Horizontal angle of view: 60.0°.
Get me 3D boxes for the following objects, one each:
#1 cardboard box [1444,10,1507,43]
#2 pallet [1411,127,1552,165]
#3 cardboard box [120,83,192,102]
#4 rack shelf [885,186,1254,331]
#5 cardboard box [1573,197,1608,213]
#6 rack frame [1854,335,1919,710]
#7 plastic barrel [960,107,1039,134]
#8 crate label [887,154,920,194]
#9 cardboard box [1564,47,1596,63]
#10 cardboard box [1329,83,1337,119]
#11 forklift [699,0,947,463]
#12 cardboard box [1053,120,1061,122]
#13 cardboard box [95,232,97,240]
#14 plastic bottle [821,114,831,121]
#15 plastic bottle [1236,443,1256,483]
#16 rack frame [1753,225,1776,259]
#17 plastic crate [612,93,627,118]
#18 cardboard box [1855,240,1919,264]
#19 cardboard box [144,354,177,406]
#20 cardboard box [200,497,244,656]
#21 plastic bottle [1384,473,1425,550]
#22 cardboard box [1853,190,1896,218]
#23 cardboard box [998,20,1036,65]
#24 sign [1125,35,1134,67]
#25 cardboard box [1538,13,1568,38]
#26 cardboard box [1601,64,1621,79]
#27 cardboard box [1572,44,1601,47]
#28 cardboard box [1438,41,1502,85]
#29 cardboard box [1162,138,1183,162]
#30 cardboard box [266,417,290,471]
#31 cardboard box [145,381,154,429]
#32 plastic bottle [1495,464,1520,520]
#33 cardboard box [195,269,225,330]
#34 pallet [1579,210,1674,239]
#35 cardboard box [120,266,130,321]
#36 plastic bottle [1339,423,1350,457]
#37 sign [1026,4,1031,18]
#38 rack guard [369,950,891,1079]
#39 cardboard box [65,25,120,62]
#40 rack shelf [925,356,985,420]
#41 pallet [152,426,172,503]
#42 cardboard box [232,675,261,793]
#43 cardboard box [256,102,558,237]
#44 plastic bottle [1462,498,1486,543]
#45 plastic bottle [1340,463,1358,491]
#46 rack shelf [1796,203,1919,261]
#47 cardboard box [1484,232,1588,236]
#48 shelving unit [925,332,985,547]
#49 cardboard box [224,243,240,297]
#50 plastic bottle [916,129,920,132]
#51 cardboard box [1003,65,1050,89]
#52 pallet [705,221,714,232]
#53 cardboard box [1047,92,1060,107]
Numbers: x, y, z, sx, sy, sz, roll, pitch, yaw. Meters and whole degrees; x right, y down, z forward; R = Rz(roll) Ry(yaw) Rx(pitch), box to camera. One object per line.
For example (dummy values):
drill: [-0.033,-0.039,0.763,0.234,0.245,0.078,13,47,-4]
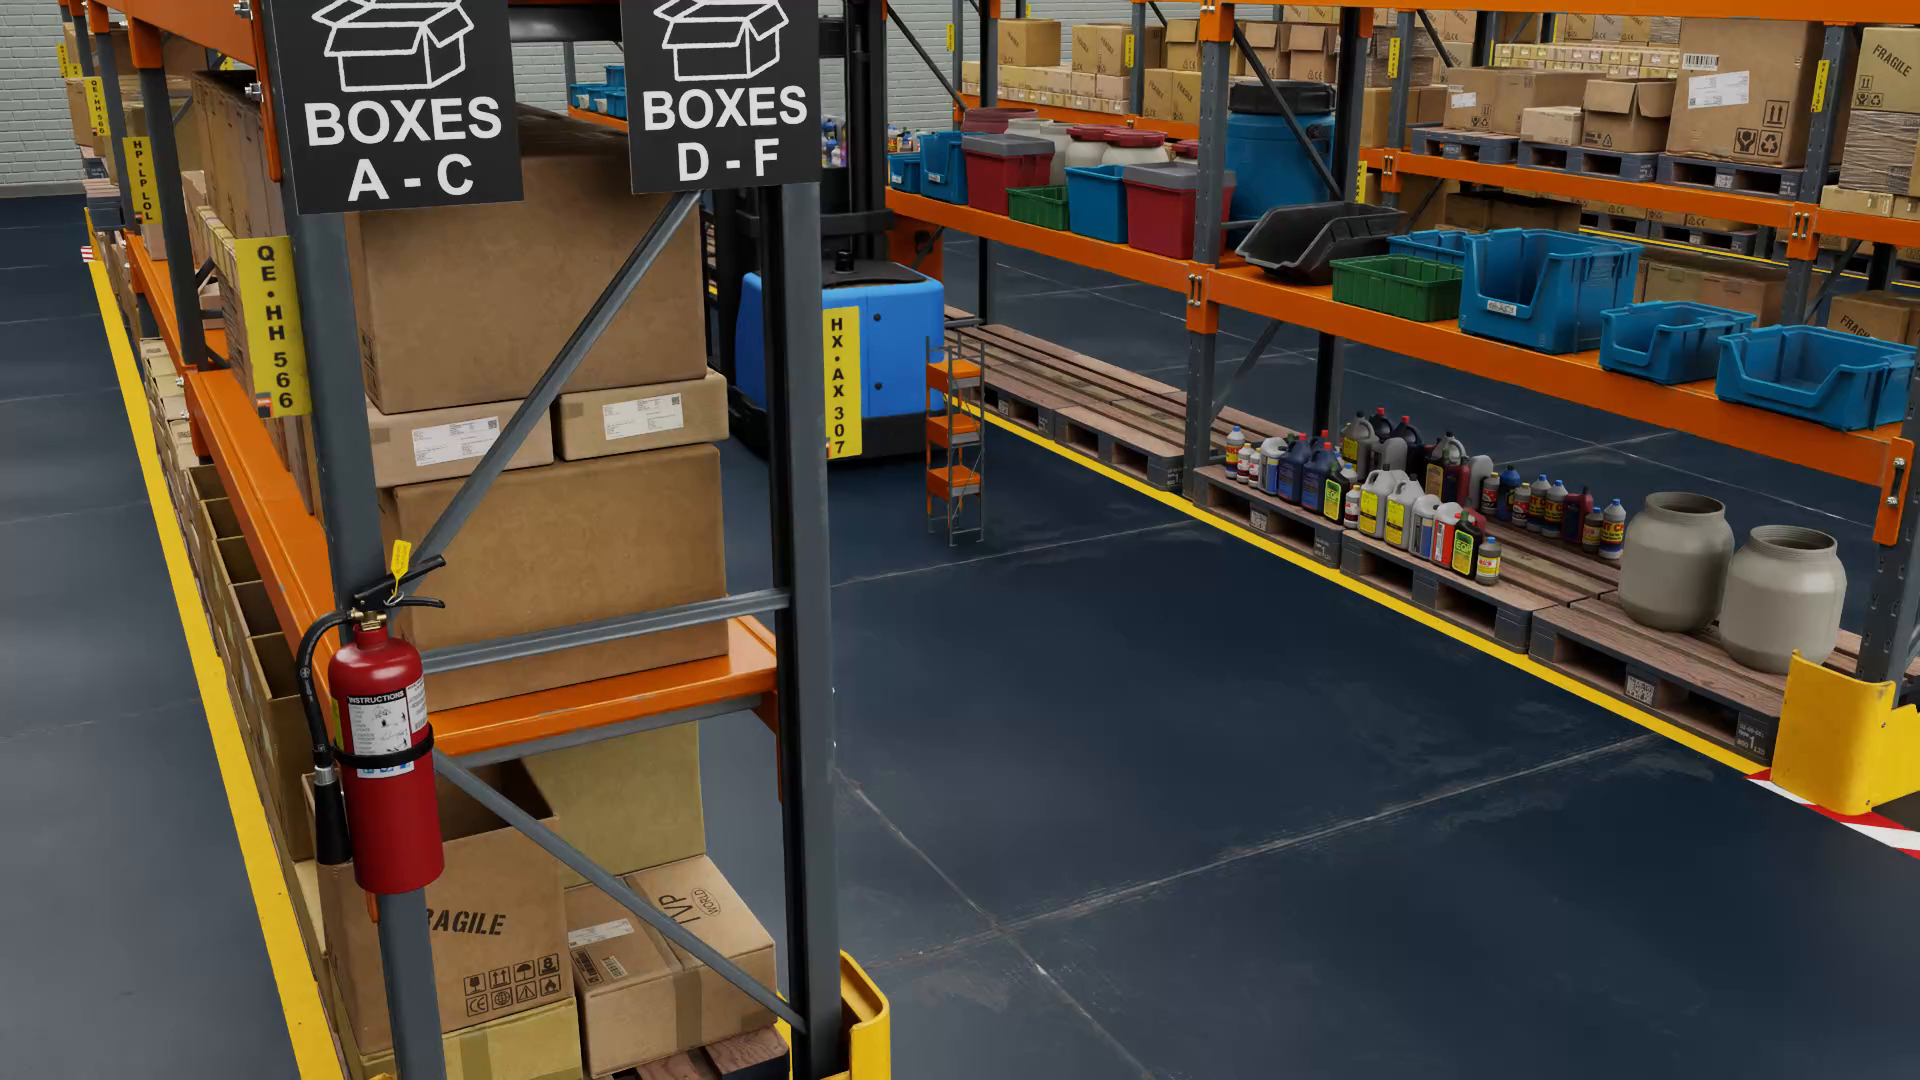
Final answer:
cardboard box: [6.223,-6.274,20.072,0.500,0.500,0.500,-11,22,-29]
pallet: [4.603,-3.354,14.047,1.213,0.211,1.003,-10,21,-27]
cardboard box: [-5.555,-2.996,11.917,0.700,0.500,0.500,-17,25,-40]
rack shelf: [0.762,-1.951,10.790,1.077,0.370,4.000,-10,21,-27]
cardboard box: [7.315,-3.984,18.767,0.500,0.500,0.500,-10,21,-26]
rack frame: [3.611,-0.569,5.682,1.000,3.000,0.127,-10,21,-27]
plastic barrel: [0.299,-2.843,12.065,0.600,0.536,0.708,-10,21,-27]
crate label: [-0.318,-2.607,11.846,0.303,0.233,0.416,-10,21,-27]
cardboard box: [6.962,-5.398,18.507,0.380,0.149,0.250,-10,21,-27]
cardboard box: [3.487,-3.927,15.261,0.500,0.500,0.500,-10,22,-27]
forklift: [-1.115,-2.258,10.681,1.130,2.935,3.031,-8,21,-22]
cardboard box: [1.178,-4.691,20.240,0.875,0.875,0.875,-10,21,-27]
cardboard box: [-8.452,-3.083,16.663,0.380,0.149,0.250,-10,21,-27]
plastic bottle: [-1.203,-3.642,14.779,0.152,0.276,0.135,-10,21,-27]
plastic bottle: [1.525,-0.414,8.848,0.097,0.201,0.097,0,19,0]
rack frame: [8.584,-4.372,16.703,1.000,3.000,0.127,-10,21,-27]
plastic crate: [-3.392,-4.525,17.312,0.416,0.233,0.300,-10,21,-27]
cardboard box: [9.212,-3.068,15.728,1.050,0.750,0.750,-10,21,-26]
cardboard box: [-4.302,-0.918,9.404,0.500,0.311,0.500,-11,22,-28]
cardboard box: [-2.461,0.120,6.108,0.500,0.500,0.500,-10,21,-27]
plastic bottle: [2.109,-0.147,7.846,0.144,0.351,0.185,-9,21,-24]
cardboard box: [6.015,-2.184,10.746,0.380,0.149,0.250,-10,21,-27]
cardboard box: [0.600,-6.030,20.133,0.500,0.500,0.500,-11,22,-28]
sign: [1.784,-5.141,17.483,0.100,0.325,0.005,-10,21,-27]
cardboard box: [9.071,-7.802,24.958,0.500,0.500,0.500,-11,22,-28]
cardboard box: [7.211,-5.108,18.120,0.380,0.149,0.250,-10,22,-28]
cardboard box: [7.296,-5.645,19.221,0.380,0.149,0.250,-11,22,-28]
cardboard box: [6.206,-5.803,20.241,0.500,0.500,0.500,-10,21,-27]
cardboard box: [2.593,-3.794,17.643,1.225,0.875,0.875,-10,21,-26]
cardboard box: [-1.942,-0.577,5.551,0.700,0.500,0.500,-10,21,-26]
cardboard box: [-4.559,-0.802,9.929,0.500,0.250,0.500,-10,21,-27]
plastic bottle: [2.718,-0.241,8.240,0.097,0.271,0.097,0,19,0]
cardboard box: [-3.229,-1.111,7.460,0.396,0.266,0.258,-11,22,-28]
pallet: [7.639,-3.628,18.822,1.003,0.211,1.213,-10,21,-27]
cardboard box: [-6.170,-1.946,12.830,0.500,0.500,0.500,-10,21,-26]
plastic bottle: [2.158,-0.546,9.232,0.097,0.201,0.097,0,19,0]
sign: [0.856,-6.669,21.220,0.100,0.325,0.005,-10,21,-27]
rack guard: [-0.739,1.386,3.849,1.175,0.500,0.348,-10,21,-27]
cardboard box: [-7.881,-4.454,15.255,0.500,0.500,0.500,-10,21,-26]
rack shelf: [-0.025,-0.770,8.416,0.215,0.259,0.240,-10,21,-27]
pallet: [-4.192,-0.539,9.869,1.003,0.211,1.213,-10,21,-27]
cardboard box: [-2.230,0.619,5.810,0.500,0.250,0.500,-10,21,-27]
cardboard box: [-1.480,-0.909,4.525,0.700,0.500,0.500,-10,21,-26]
plastic bottle: [2.351,-0.045,7.654,0.061,0.283,0.133,-10,21,-27]
plastic bottle: [1.922,-0.249,8.262,0.097,0.271,0.097,0,19,0]
rack shelf: [7.020,-1.570,9.686,1.077,0.370,4.000,-10,21,-27]
cardboard box: [4.781,-2.312,13.892,0.700,0.500,0.500,-12,22,-31]
shelving unit: [-0.025,-0.512,8.505,0.215,1.050,0.252,-10,21,-27]
cardboard box: [-2.206,-0.905,5.507,0.380,0.149,0.250,-11,22,-28]
plastic bottle: [-0.352,-3.163,13.378,0.061,0.283,0.133,-10,21,-27]
cardboard box: [0.850,-5.526,19.822,0.500,0.250,0.500,-11,22,-28]
pallet: [-3.054,-3.251,17.730,1.003,0.211,1.213,-10,21,-27]
cardboard box: [1.228,-5.068,19.105,0.380,0.149,0.250,-10,22,-28]
